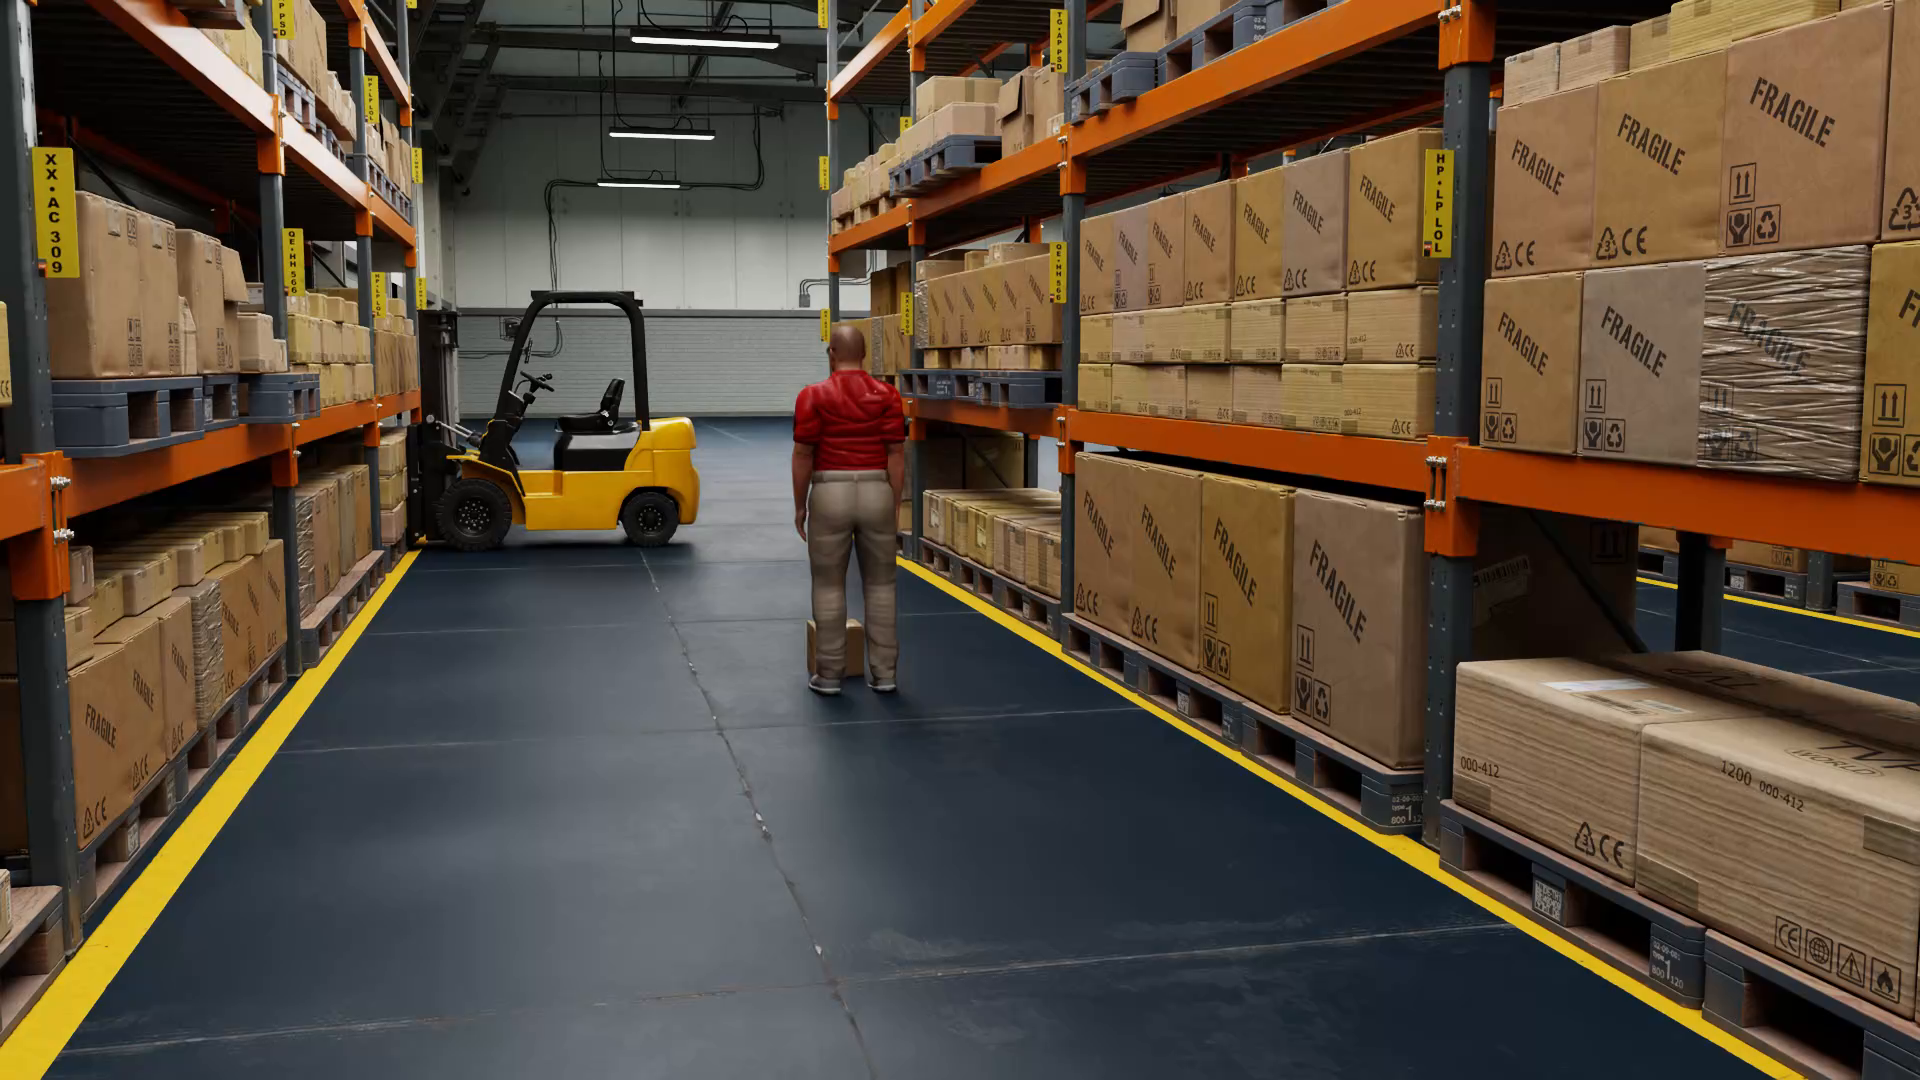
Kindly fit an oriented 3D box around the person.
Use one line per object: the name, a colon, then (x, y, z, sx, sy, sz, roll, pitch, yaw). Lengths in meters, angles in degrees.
person: (-0.532, -0.135, 7.845, 0.531, 1.739, 0.363, -1, 6, -13)
